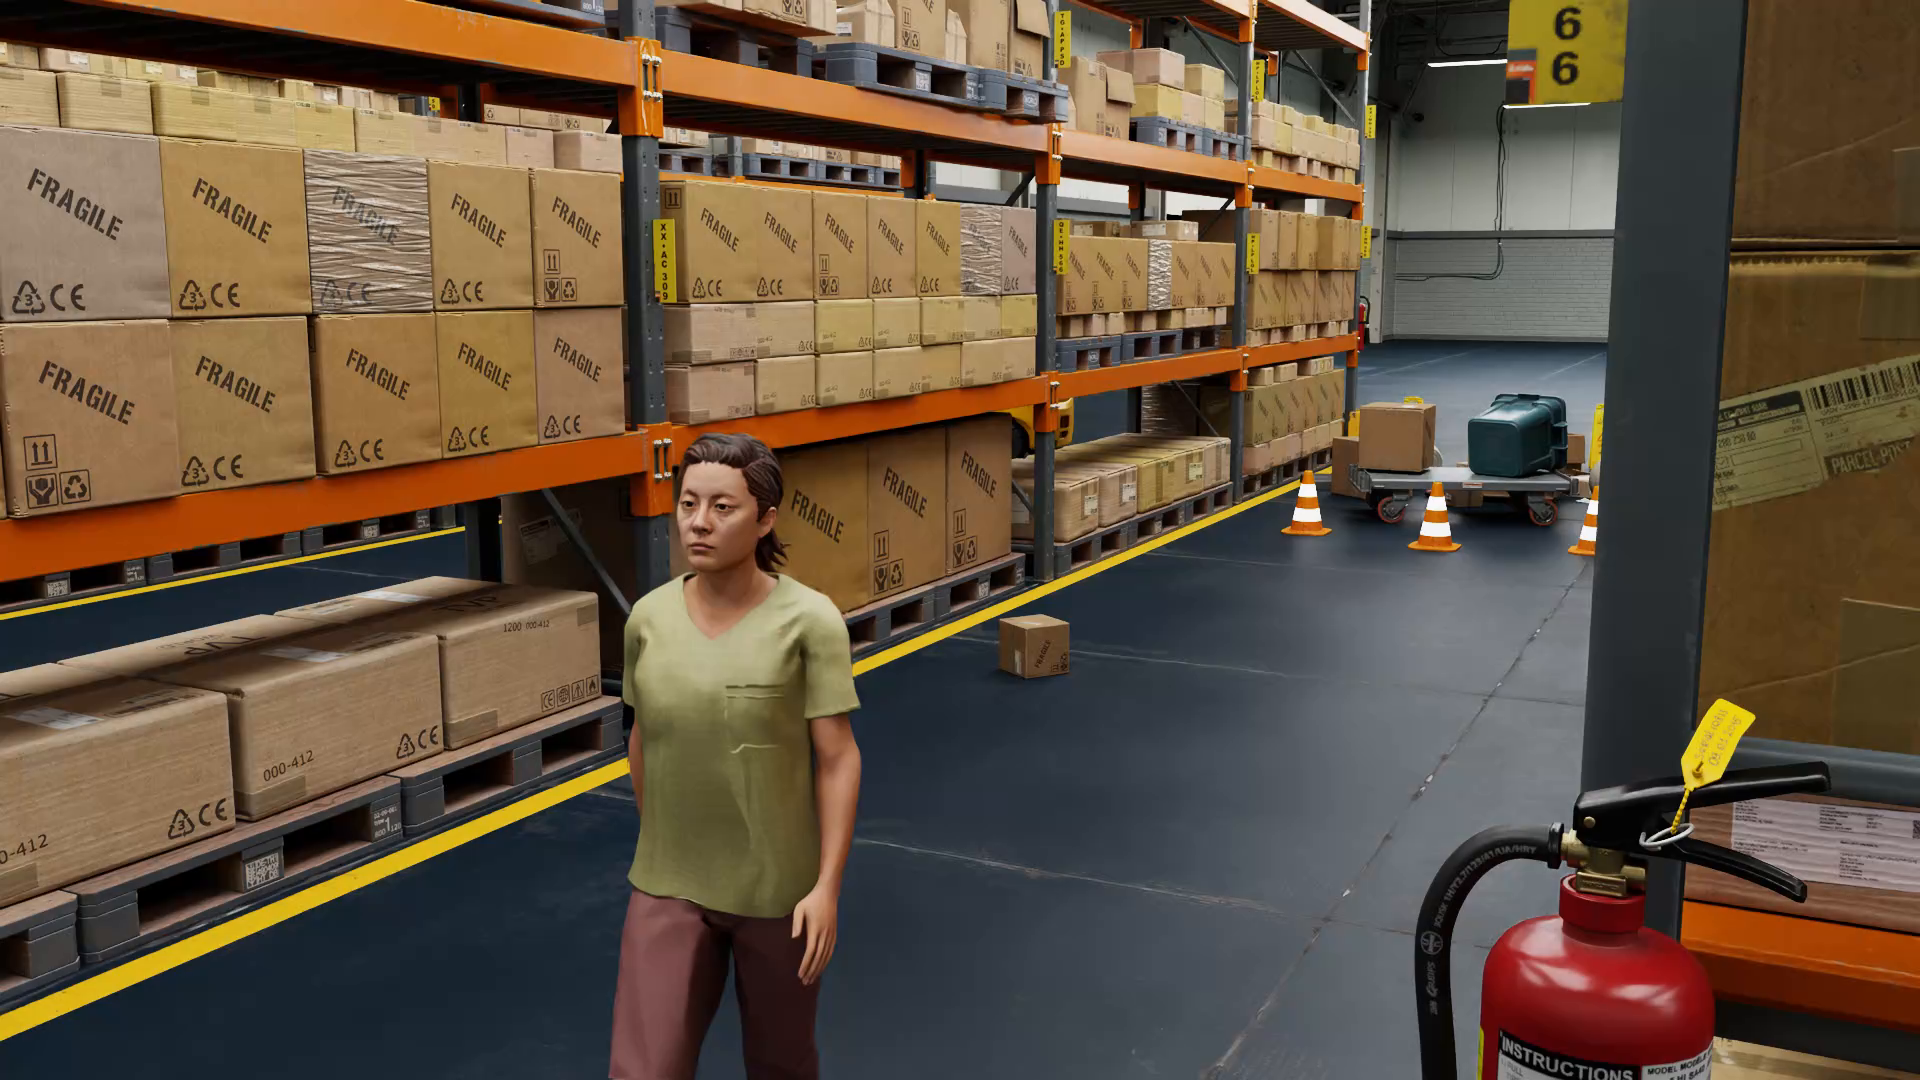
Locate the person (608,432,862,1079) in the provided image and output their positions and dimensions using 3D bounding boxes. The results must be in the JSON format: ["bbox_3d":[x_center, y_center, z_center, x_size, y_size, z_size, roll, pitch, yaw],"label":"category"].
[{"bbox_3d":[-0.408,0.631,2.891,0.461,1.619,0.966,1,9,5],"label":"person"}]
